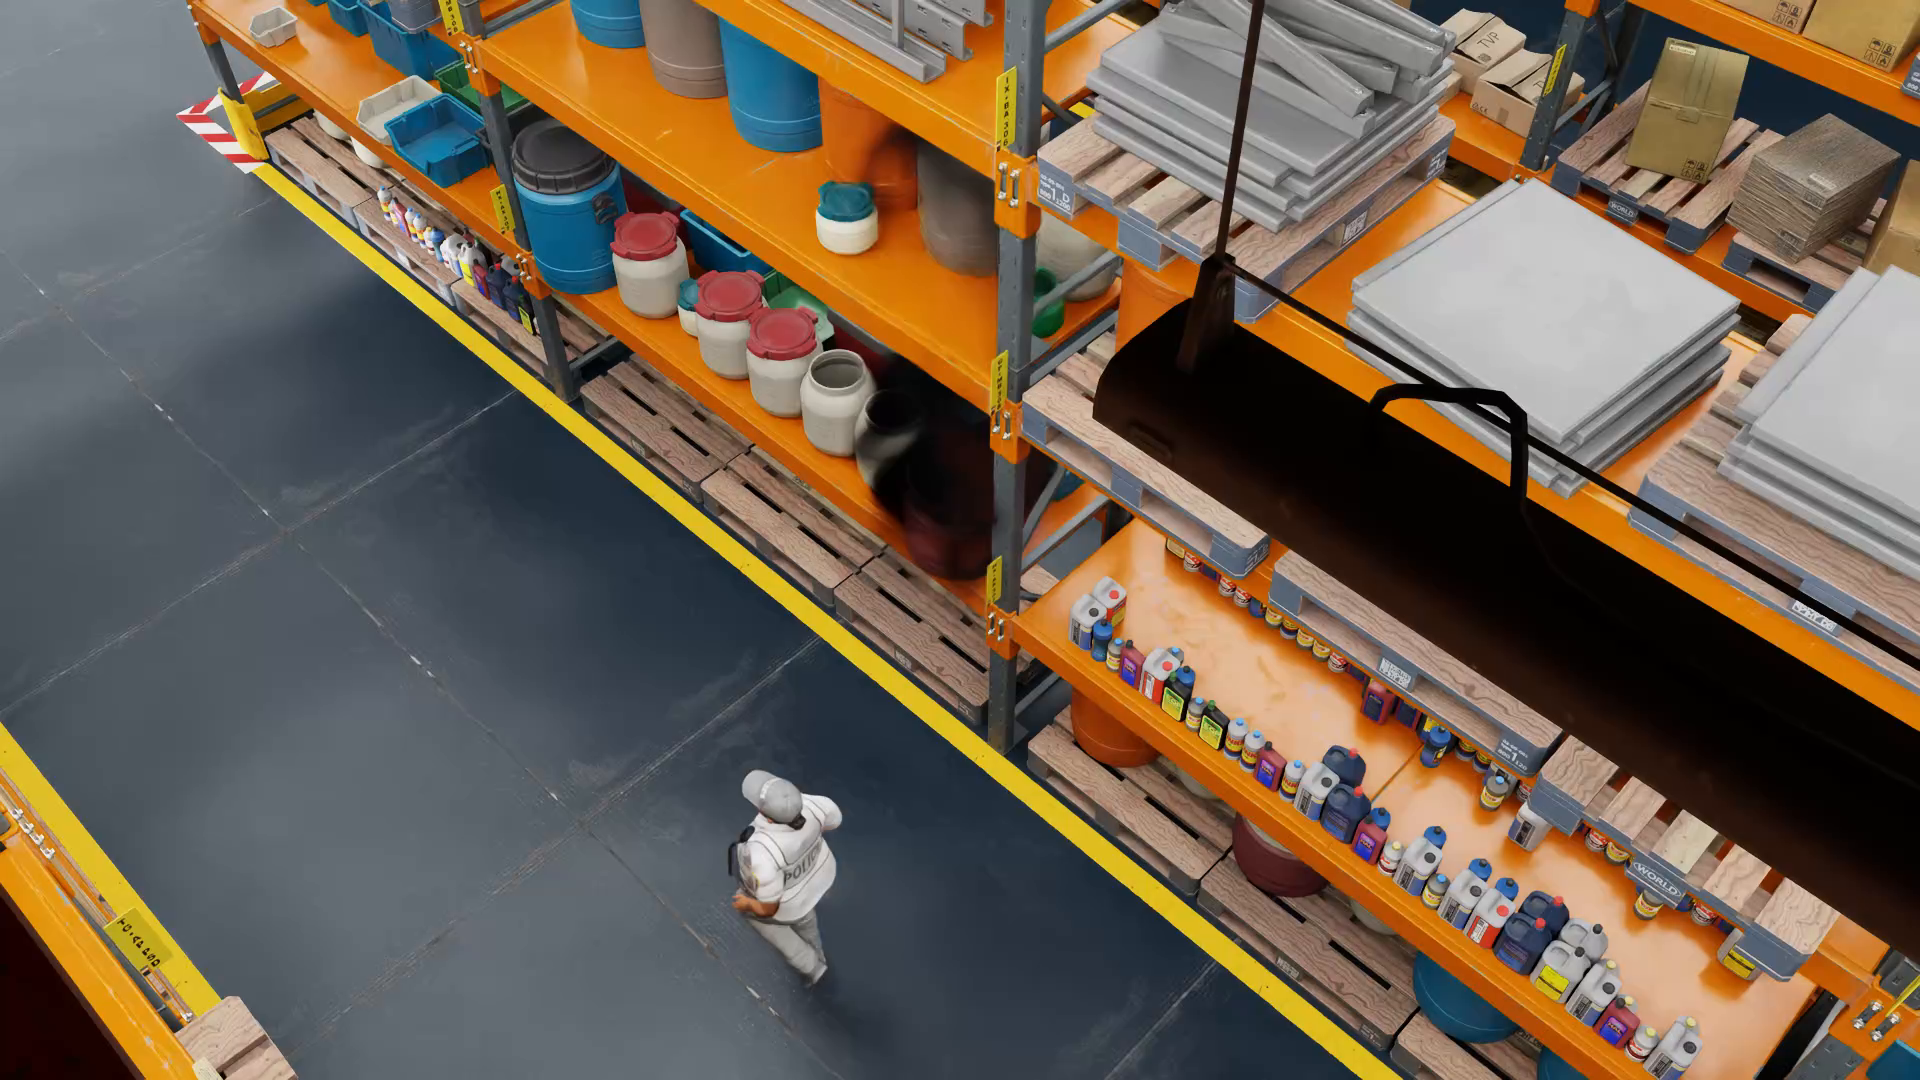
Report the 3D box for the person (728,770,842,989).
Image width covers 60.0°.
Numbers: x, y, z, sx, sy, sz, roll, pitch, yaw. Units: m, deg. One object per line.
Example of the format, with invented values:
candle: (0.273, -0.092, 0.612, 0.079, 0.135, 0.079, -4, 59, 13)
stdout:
person: (-0.799, 1.560, 7.659, 0.507, 1.639, 0.609, 30, 56, 23)
